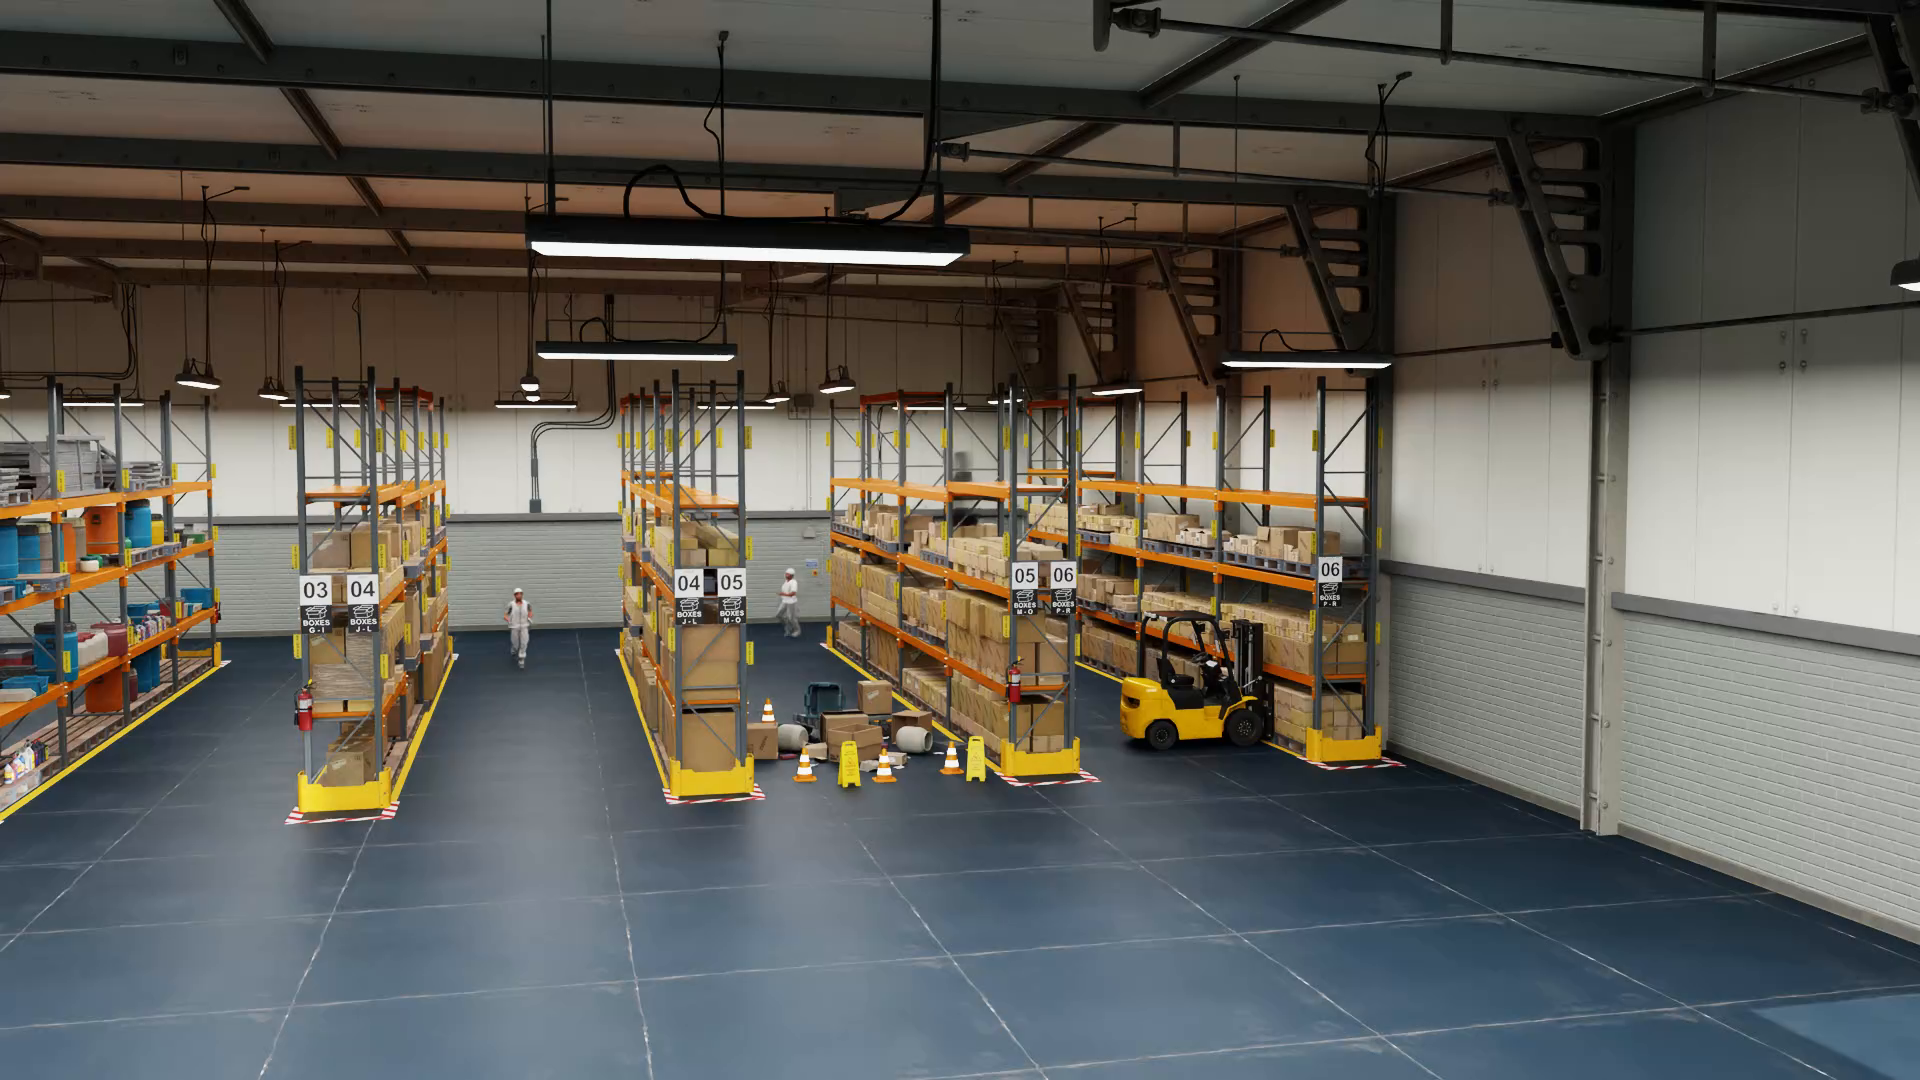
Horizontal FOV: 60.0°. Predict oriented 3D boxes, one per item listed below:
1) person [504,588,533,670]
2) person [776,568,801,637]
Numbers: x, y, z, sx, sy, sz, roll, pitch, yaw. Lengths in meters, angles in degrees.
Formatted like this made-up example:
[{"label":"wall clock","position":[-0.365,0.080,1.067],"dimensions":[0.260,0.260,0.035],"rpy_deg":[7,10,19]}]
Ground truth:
[{"label":"person","position":[-9.700,1.942,36.596],"dimensions":[0.657,1.771,0.863],"rpy_deg":[-2,4,-25]},{"label":"person","position":[-4.368,1.602,42.273],"dimensions":[0.696,1.768,0.675],"rpy_deg":[-2,4,-34]}]
